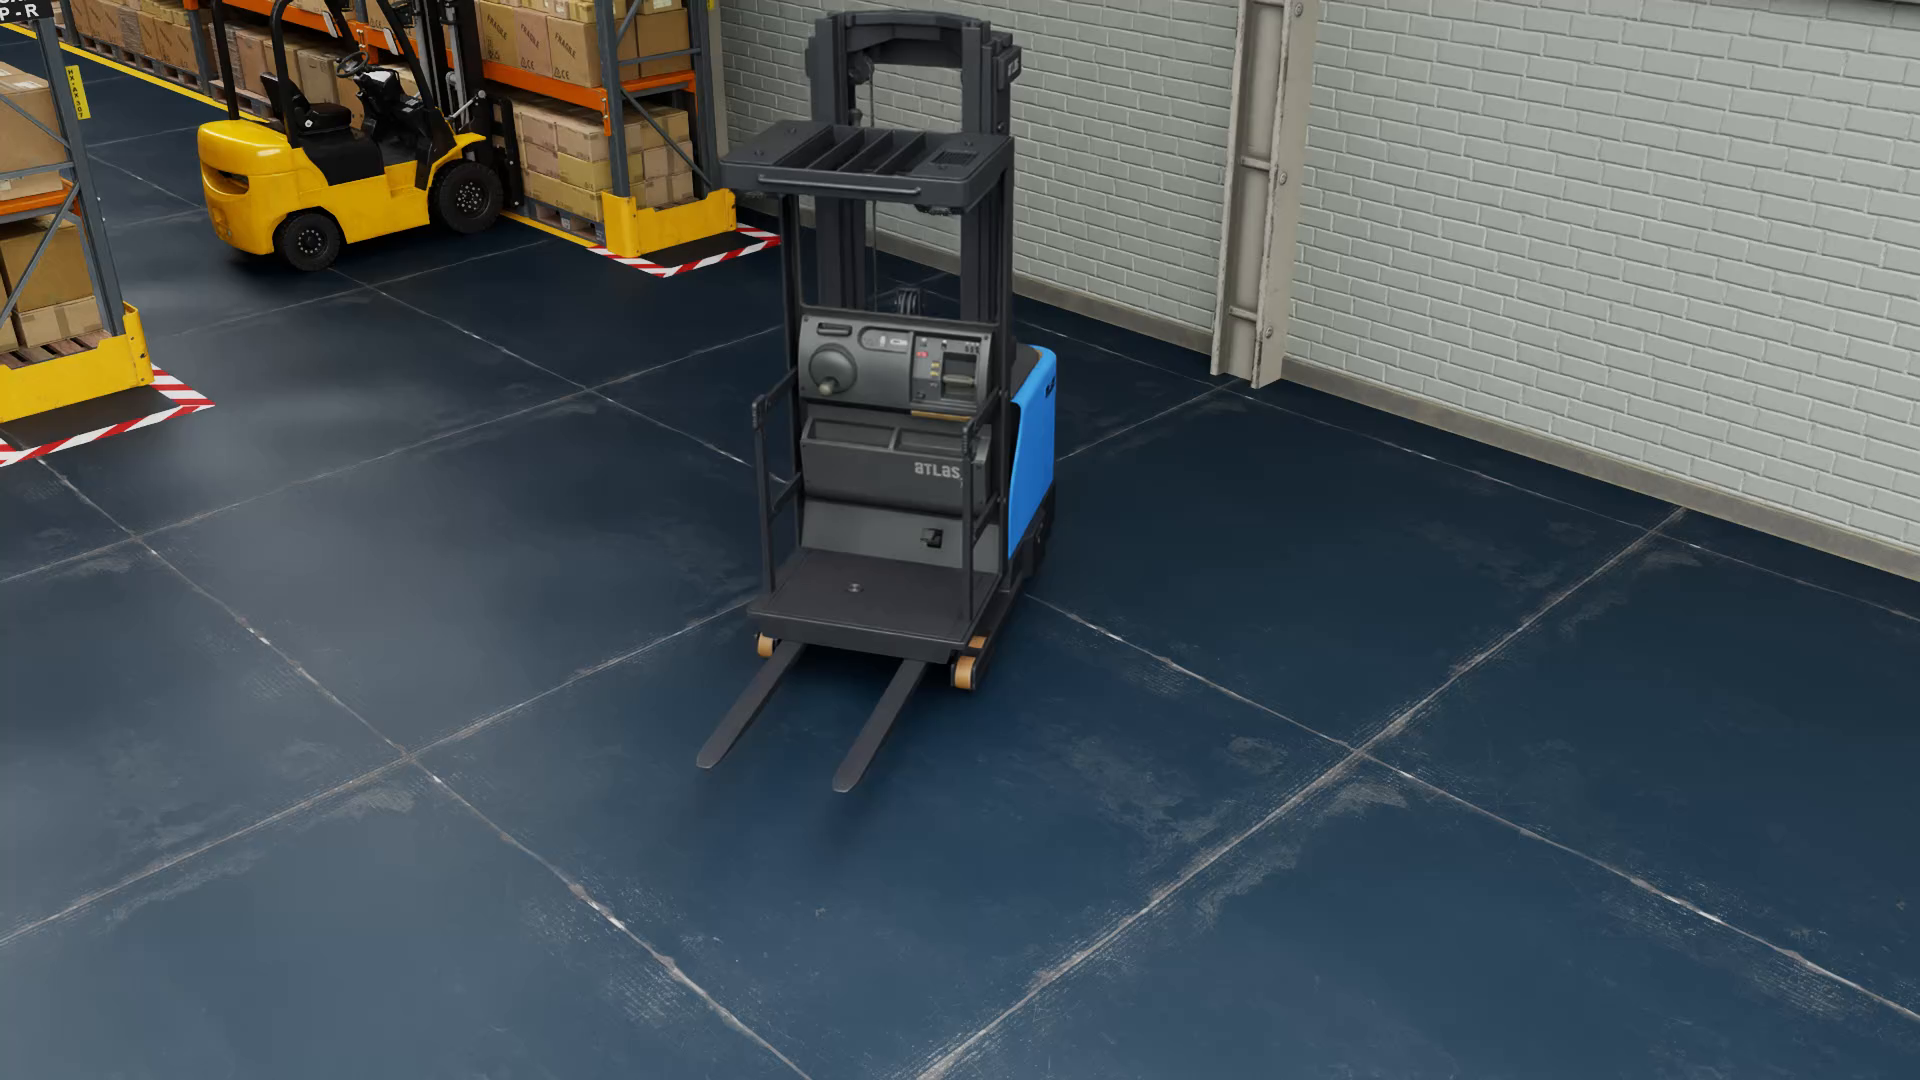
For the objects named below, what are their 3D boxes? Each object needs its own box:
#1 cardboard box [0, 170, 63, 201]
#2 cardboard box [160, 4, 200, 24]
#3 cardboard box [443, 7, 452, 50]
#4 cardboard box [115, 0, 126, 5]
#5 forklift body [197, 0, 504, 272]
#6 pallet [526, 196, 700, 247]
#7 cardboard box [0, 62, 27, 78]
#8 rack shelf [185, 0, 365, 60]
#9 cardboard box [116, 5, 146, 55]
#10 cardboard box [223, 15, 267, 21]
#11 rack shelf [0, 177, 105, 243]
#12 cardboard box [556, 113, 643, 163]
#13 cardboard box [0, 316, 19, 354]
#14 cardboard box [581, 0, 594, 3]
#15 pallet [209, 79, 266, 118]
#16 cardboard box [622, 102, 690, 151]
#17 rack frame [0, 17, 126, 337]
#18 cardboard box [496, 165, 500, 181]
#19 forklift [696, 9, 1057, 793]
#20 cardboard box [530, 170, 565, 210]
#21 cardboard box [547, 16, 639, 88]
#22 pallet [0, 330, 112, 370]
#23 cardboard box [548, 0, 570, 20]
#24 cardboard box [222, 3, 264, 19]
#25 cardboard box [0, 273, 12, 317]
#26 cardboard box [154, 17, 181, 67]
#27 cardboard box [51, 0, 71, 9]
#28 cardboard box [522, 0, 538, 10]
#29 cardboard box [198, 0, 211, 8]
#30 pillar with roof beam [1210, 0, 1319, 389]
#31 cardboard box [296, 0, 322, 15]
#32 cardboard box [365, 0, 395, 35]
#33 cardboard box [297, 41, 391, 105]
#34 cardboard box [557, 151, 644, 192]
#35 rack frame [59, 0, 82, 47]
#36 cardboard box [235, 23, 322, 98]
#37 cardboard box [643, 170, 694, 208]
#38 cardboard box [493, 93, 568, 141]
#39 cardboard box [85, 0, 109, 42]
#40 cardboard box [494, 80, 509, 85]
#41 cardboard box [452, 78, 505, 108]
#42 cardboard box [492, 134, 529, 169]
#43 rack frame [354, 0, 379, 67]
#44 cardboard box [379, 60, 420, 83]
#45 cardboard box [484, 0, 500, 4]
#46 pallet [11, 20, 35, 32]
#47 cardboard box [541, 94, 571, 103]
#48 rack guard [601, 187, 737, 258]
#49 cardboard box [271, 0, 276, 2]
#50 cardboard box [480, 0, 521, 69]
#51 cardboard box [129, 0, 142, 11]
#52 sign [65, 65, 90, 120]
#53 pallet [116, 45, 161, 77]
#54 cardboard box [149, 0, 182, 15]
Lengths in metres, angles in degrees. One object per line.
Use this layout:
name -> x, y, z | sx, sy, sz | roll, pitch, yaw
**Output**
cardboard box -> -6.024, -2.311, 10.692 | 0.250, 0.149, 0.380 | 25, 37, 39
cardboard box -> -8.901, -6.024, 19.021 | 0.250, 0.149, 0.380 | 22, 35, 36
cardboard box -> -4.424, -4.680, 14.819 | 0.500, 0.500, 0.500 | 24, 36, 38
cardboard box -> -9.962, -6.562, 20.045 | 0.380, 0.149, 0.250 | -24, 36, -37
forklift body -> -5.081, -3.529, 13.650 | 1.214, 2.155, 2.313 | 25, 36, 38
pallet -> -3.025, -2.892, 14.524 | 1.213, 0.211, 1.003 | 25, 36, 38
cardboard box -> -6.442, -2.833, 10.988 | 0.500, 0.500, 0.500 | -24, 36, -38
rack shelf -> -6.728, -5.530, 17.317 | 4.000, 0.370, 1.077 | 25, 36, 38
cardboard box -> -9.715, -6.147, 19.953 | 0.500, 0.500, 0.500 | 23, 35, 37
cardboard box -> -8.258, -5.811, 19.314 | 0.500, 0.500, 0.500 | -24, 36, -37
rack shelf -> -7.353, -2.577, 11.700 | 4.000, 0.370, 1.077 | 25, 36, 38
cardboard box -> -2.997, -3.349, 13.825 | 0.500, 0.250, 0.500 | -24, 36, -38
cardboard box -> -6.709, -1.394, 11.181 | 0.500, 0.250, 0.500 | 24, 36, 38
cardboard box -> -2.853, -4.401, 13.273 | 0.250, 0.149, 0.380 | 25, 36, 38
pallet -> -7.595, -4.986, 18.505 | 1.213, 0.211, 1.003 | 25, 36, 38
cardboard box -> -2.660, -3.522, 14.154 | 0.500, 0.250, 0.500 | 24, 36, 38
rack frame -> -5.927, -2.242, 10.292 | 0.127, 3.000, 1.000 | 25, 36, 38
cardboard box -> -4.091, -3.402, 15.000 | 0.500, 0.250, 0.500 | -24, 36, -38
forklift -> -0.367, -0.787, 7.597 | 1.130, 2.935, 3.031 | 8, 29, 14
cardboard box -> -3.354, -3.074, 14.376 | 0.500, 0.250, 0.500 | 25, 36, 38
cardboard box -> -2.985, -4.009, 13.543 | 0.500, 0.500, 0.500 | 24, 36, 37
pallet -> -6.536, -1.310, 11.514 | 1.213, 0.211, 1.003 | 25, 36, 38
cardboard box -> -3.097, -4.316, 13.431 | 0.380, 0.149, 0.250 | -25, 36, -38
cardboard box -> -8.308, -6.142, 19.244 | 0.380, 0.149, 0.250 | -23, 35, -37
cardboard box -> -6.681, -1.718, 10.992 | 0.500, 0.500, 0.500 | 25, 37, 39
cardboard box -> -8.956, -5.814, 19.319 | 0.500, 0.500, 0.500 | 24, 36, 38
cardboard box -> -11.864, -6.983, 21.794 | 0.396, 0.266, 0.258 | -24, 36, -37
cardboard box -> -3.407, -4.506, 13.791 | 0.250, 0.149, 0.380 | 24, 36, 38
cardboard box -> -8.712, -6.292, 19.530 | 0.380, 0.149, 0.250 | -25, 37, -39
pillar with roof beam -> -1.054, -3.686, 6.591 | 0.400, 9.000, 9.100 | 25, 36, 38
cardboard box -> -6.207, -5.370, 16.400 | 0.500, 0.250, 0.500 | 24, 36, 38
cardboard box -> -5.169, -5.009, 15.446 | 0.500, 0.500, 0.500 | 23, 36, 37
cardboard box -> -6.230, -4.753, 17.167 | 0.625, 0.625, 0.875 | 24, 36, 38
cardboard box -> -3.016, -3.136, 13.957 | 0.500, 0.250, 0.500 | 24, 36, 38
rack frame -> -11.007, -7.806, 20.873 | 0.127, 3.000, 1.000 | 25, 36, 38
cardboard box -> -7.248, -5.217, 18.050 | 0.875, 0.625, 0.625 | -24, 36, -38
cardboard box -> -2.663, -3.085, 14.397 | 0.500, 0.250, 0.500 | 25, 37, 39
cardboard box -> -3.732, -3.675, 14.445 | 0.500, 0.250, 0.500 | -25, 37, -39
cardboard box -> -10.433, -6.483, 20.591 | 0.500, 0.500, 0.500 | 24, 36, 38
cardboard box -> -4.093, -4.181, 15.408 | 0.500, 0.250, 0.500 | 25, 37, 39
cardboard box -> -4.457, -4.017, 15.095 | 0.500, 0.250, 0.500 | -24, 36, -38
cardboard box -> -3.749, -3.465, 14.583 | 0.500, 0.250, 0.500 | 24, 36, 37
rack frame -> -5.302, -5.196, 15.909 | 0.127, 3.000, 1.000 | 25, 36, 38
cardboard box -> -5.177, -4.346, 15.720 | 0.500, 0.250, 0.500 | 24, 36, 38
cardboard box -> -3.825, -4.653, 14.071 | 0.250, 0.149, 0.380 | 25, 37, 39
pallet -> -12.370, -7.195, 22.706 | 1.213, 0.211, 1.003 | 25, 36, 38
cardboard box -> -3.368, -3.851, 14.779 | 0.500, 0.250, 0.500 | 24, 36, 38
rack guard -> -2.433, -2.777, 13.994 | 0.348, 0.500, 1.175 | 25, 36, 38
cardboard box -> -6.913, -5.708, 17.043 | 0.500, 0.250, 0.500 | -24, 36, -38
cardboard box -> -3.714, -4.348, 14.189 | 0.500, 0.500, 0.500 | 24, 36, 37
cardboard box -> -9.610, -6.387, 19.711 | 0.250, 0.149, 0.380 | 23, 35, 36
sign -> -5.547, -2.806, 10.433 | 0.005, 0.325, 0.100 | 25, 36, 38
pallet -> -9.526, -5.921, 20.284 | 1.213, 0.211, 1.003 | 25, 36, 38
cardboard box -> -9.214, -6.226, 19.404 | 0.380, 0.149, 0.250 | -24, 36, -38
